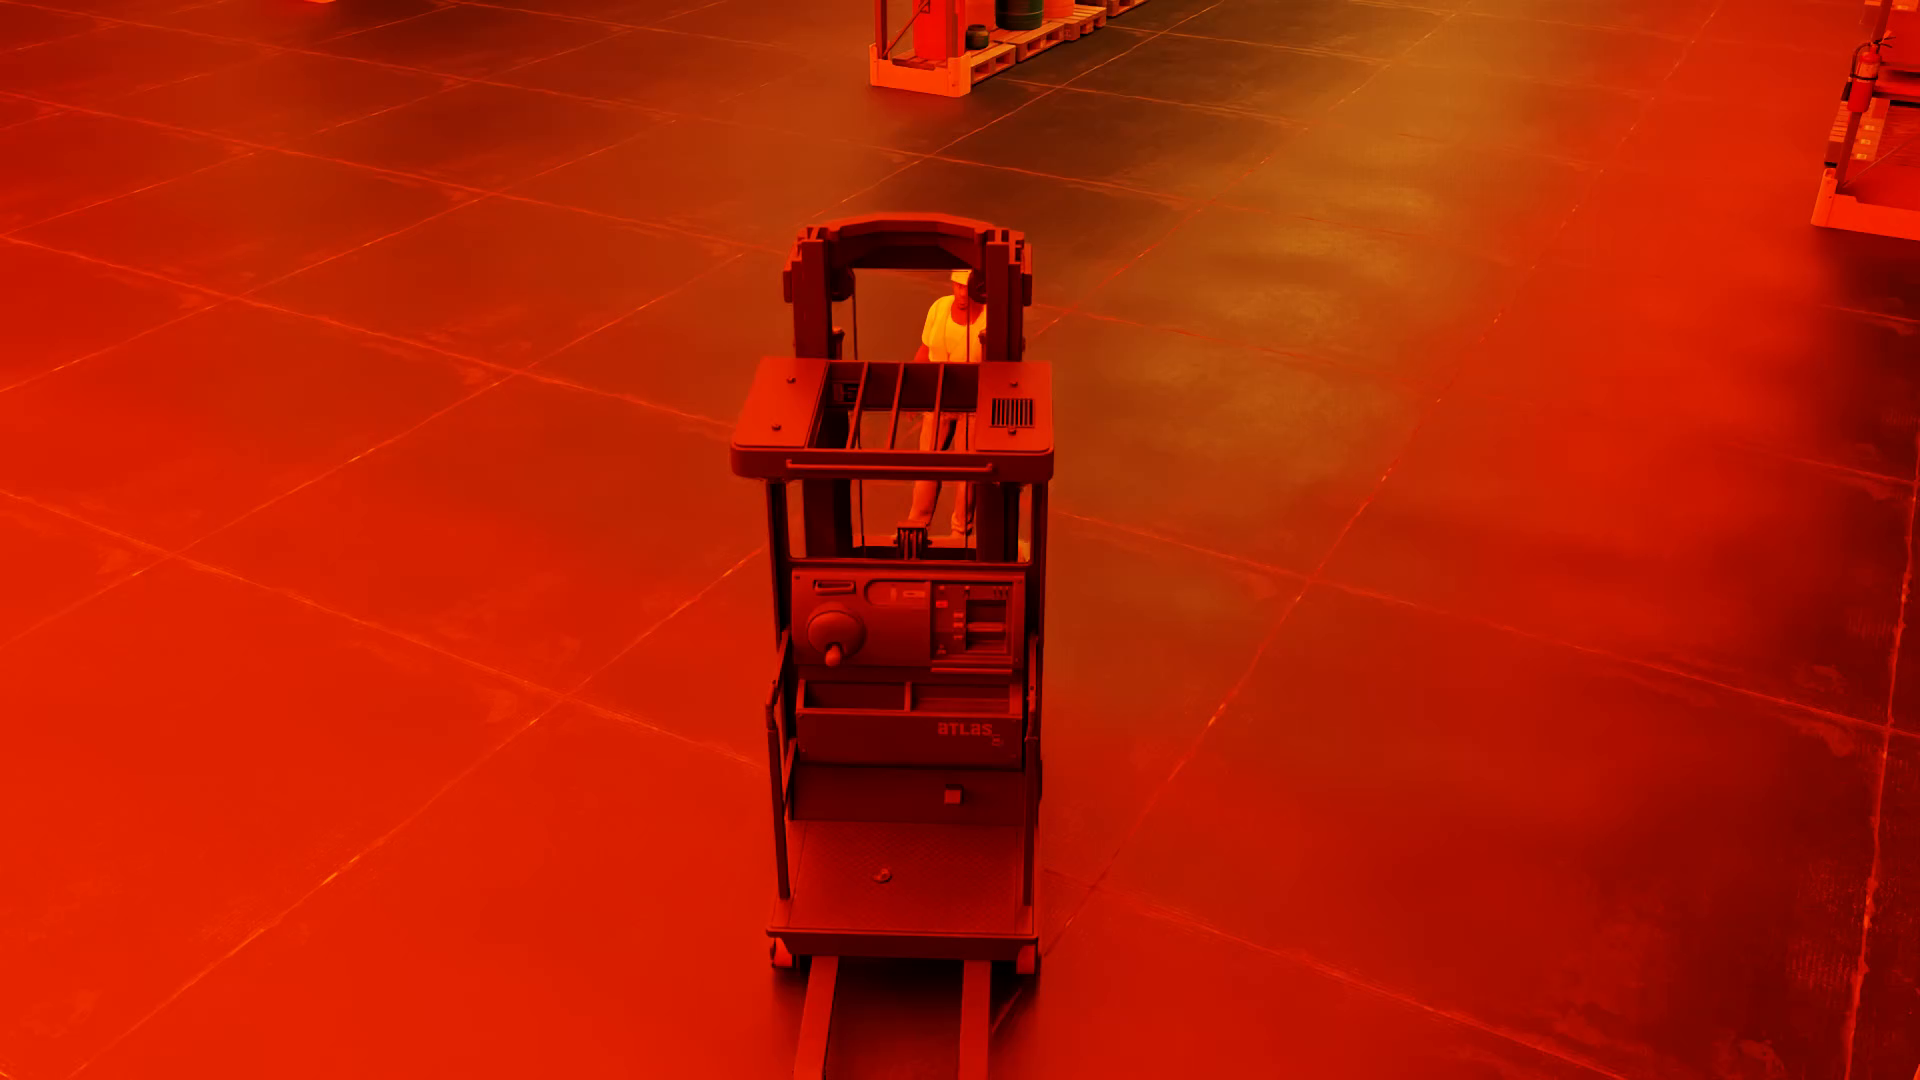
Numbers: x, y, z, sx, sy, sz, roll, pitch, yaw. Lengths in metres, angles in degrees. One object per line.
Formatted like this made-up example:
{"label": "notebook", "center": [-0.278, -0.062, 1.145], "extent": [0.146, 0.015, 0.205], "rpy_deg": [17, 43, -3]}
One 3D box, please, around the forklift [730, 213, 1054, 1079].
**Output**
{"label": "forklift", "center": [-0.213, 0.365, 6.439], "extent": [1.130, 2.935, 3.031], "rpy_deg": [1, 30, 2]}

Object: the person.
{"label": "person", "center": [-0.039, -0.742, 9.507], "extent": [0.665, 1.768, 0.575], "rpy_deg": [15, 33, 25]}
